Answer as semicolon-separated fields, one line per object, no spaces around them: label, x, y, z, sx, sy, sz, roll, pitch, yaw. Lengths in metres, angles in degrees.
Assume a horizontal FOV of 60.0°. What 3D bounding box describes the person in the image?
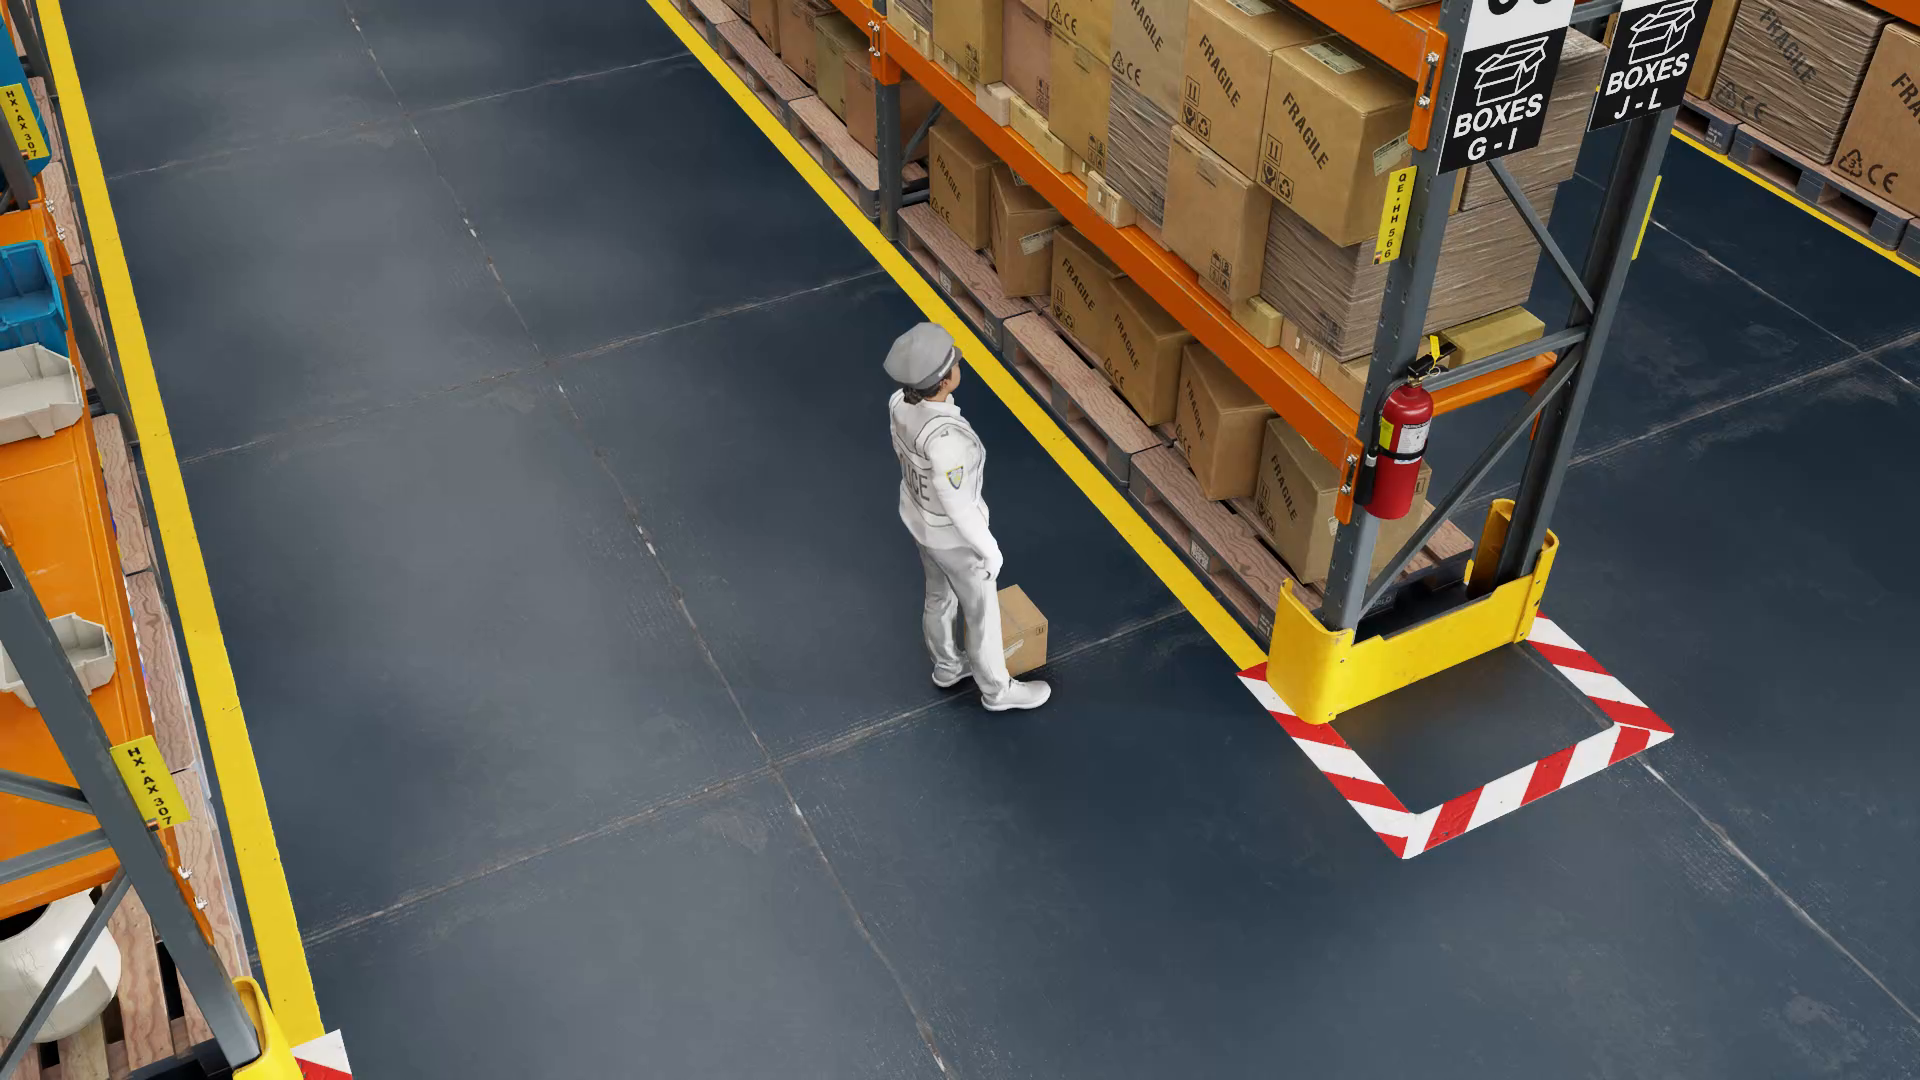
person;0.014;-0.082;6.213;0.533;1.697;0.588;-19;45;-20
